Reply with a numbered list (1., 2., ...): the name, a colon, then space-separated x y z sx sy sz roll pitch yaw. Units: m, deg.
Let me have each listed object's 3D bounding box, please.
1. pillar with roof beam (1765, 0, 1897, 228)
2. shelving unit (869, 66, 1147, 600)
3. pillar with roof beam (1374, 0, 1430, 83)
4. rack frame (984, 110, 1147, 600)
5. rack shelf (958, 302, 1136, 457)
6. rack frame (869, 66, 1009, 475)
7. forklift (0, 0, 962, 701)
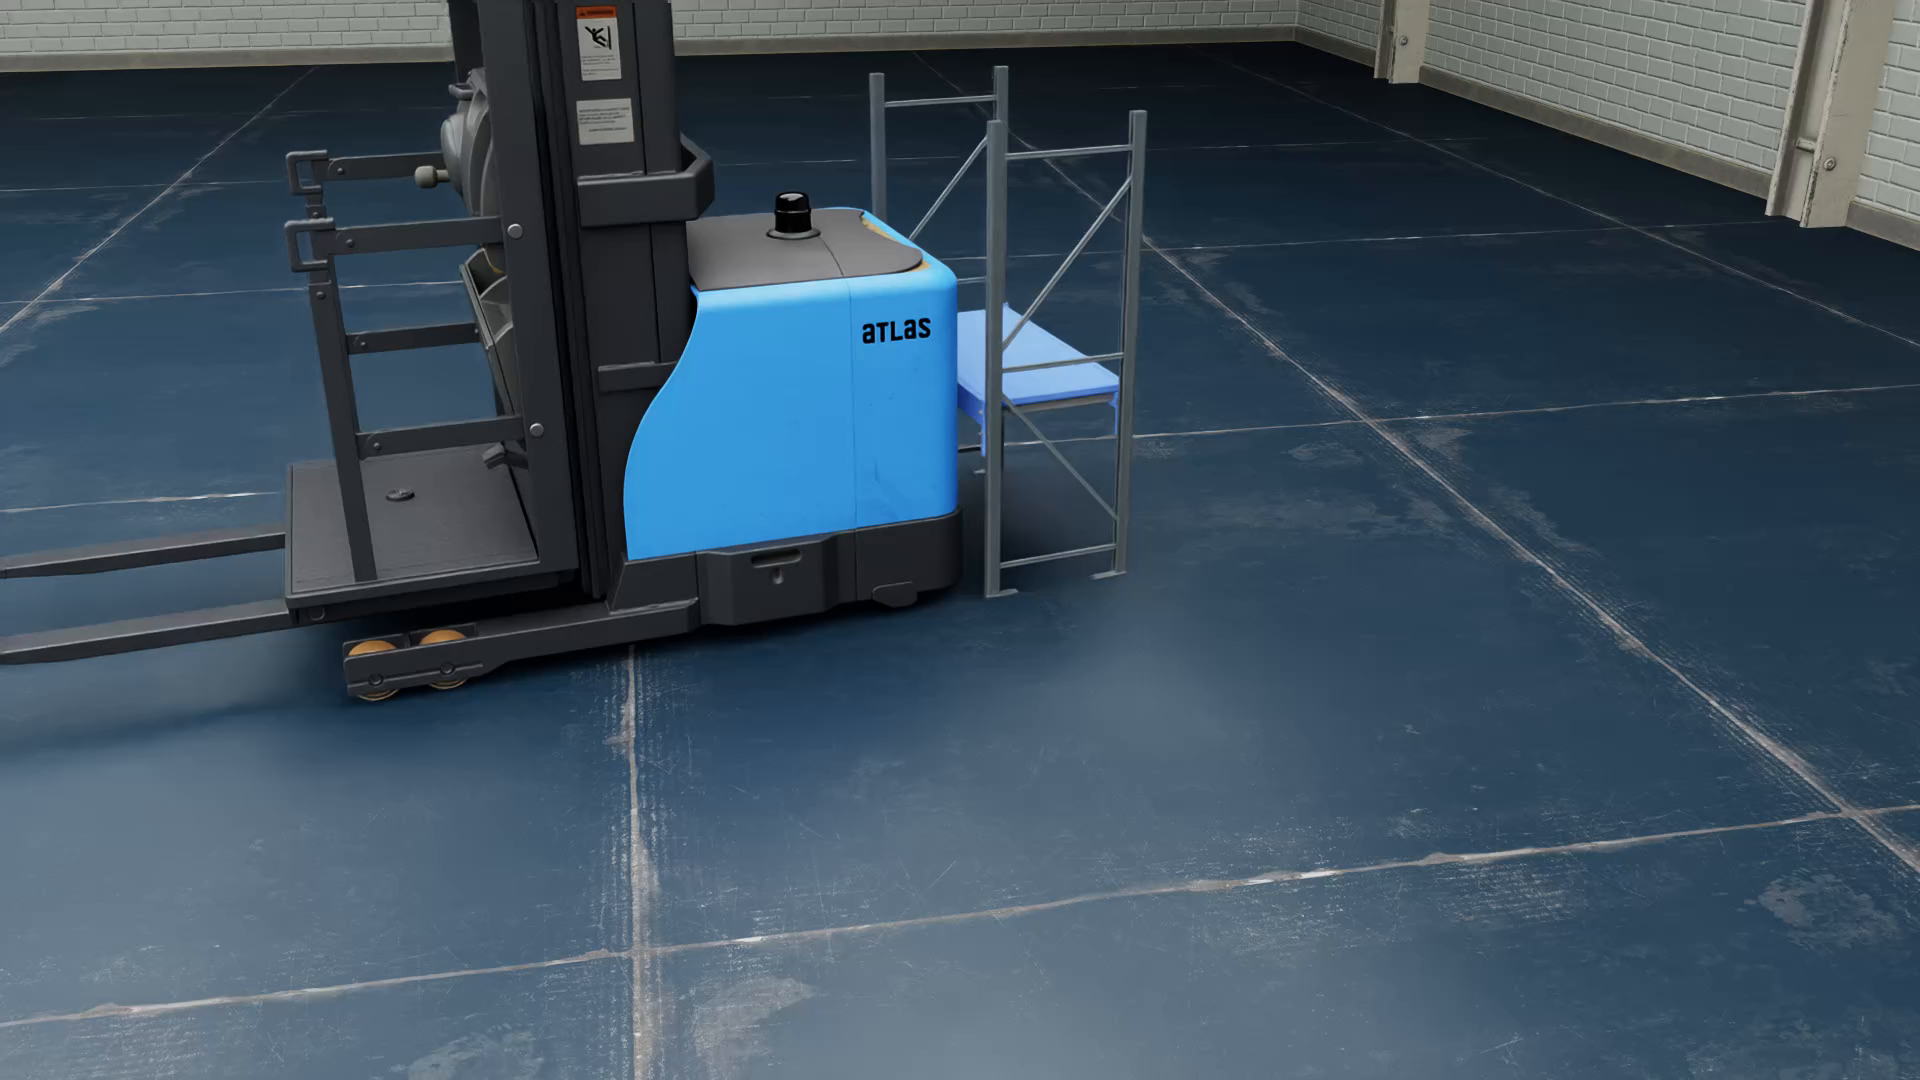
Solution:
1. pillar with roof beam: 1.006 -5.787 7.757 9.100 9.000 0.400 -4 24 -10
2. shelving unit: 0.122 -0.729 5.545 0.538 1.500 1.048 -9 25 -20
3. pillar with roof beam: -0.103 -8.147 13.161 9.100 9.000 0.400 -4 24 -10
4. rack frame: 0.314 -0.540 5.113 0.500 1.500 0.032 -9 25 -20
5. rack shelf: 0.122 -0.564 5.617 0.538 0.185 1.000 -9 25 -20
6. rack frame: -0.069 -0.917 5.977 0.500 1.500 0.032 -9 25 -20
7. forklift: -1.565 -1.127 4.669 3.031 2.935 1.130 -8 25 -18
